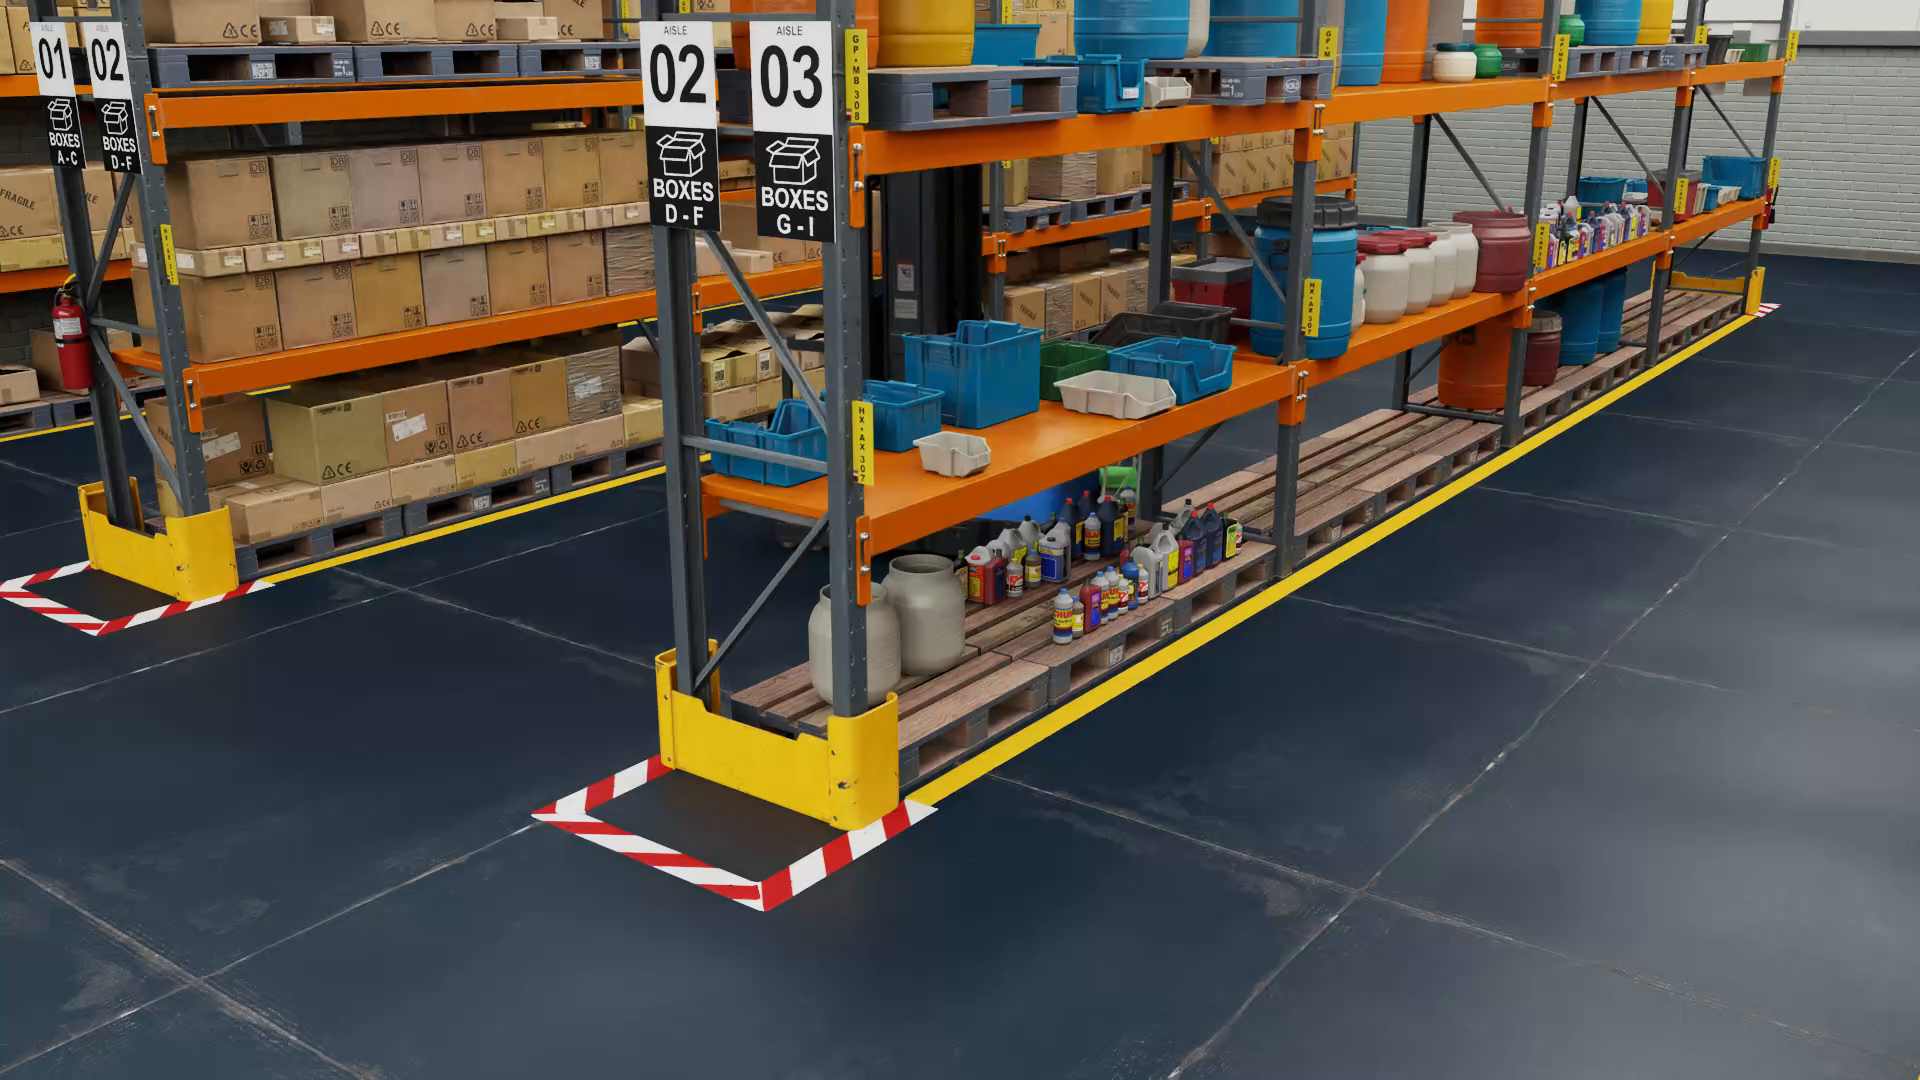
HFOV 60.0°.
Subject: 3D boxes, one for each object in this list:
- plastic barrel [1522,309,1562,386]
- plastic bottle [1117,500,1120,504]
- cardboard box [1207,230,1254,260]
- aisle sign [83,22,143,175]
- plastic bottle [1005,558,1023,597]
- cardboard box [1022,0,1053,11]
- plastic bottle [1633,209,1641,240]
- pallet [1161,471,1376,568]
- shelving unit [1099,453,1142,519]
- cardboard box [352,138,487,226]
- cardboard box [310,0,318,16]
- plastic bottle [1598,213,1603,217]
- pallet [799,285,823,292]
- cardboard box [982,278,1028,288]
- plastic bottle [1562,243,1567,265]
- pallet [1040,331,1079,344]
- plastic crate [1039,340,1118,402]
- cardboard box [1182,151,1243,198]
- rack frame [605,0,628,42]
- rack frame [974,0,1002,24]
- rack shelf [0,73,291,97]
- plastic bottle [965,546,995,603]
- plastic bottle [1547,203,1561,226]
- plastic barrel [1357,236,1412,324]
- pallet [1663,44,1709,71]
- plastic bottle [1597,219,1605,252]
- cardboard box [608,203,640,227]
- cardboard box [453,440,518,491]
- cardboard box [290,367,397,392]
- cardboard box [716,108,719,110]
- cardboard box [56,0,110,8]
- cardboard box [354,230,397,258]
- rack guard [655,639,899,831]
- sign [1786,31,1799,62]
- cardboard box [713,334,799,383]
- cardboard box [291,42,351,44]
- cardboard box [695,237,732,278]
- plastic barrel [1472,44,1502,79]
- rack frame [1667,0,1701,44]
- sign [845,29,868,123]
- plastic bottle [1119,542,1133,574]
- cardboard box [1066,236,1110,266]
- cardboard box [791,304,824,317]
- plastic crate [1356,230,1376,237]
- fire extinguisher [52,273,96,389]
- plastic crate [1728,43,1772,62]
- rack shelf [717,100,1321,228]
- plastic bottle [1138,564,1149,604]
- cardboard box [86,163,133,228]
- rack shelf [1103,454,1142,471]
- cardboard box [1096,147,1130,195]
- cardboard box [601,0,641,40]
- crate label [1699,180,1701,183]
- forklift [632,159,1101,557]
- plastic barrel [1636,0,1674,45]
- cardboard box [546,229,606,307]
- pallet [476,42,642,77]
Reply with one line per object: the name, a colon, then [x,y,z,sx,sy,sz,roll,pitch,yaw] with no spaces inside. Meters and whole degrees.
plastic barrel: [4.904,-1.683,14.465,0.600,0.588,0.708,12,21,35]
plastic bottle: [0.967,-0.144,10.128,0.097,0.201,0.097,0,17,0]
cardboard box: [3.476,-3.541,20.557,0.797,0.503,0.637,12,21,35]
aisle sign: [-4.583,-2.389,8.994,0.394,0.787,0.004,12,21,35]
plastic bottle: [0.295,0.200,9.018,0.097,0.201,0.097,0,17,0]
cardboard box: [0.546,-5.304,15.854,0.500,0.500,0.500,12,21,35]
plastic bottle: [6.143,-2.901,15.238,0.152,0.276,0.135,12,21,35]
pallet: [2.006,-0.156,10.889,1.003,0.211,1.213,12,21,35]
shelving unit: [1.052,-0.650,10.796,0.258,1.200,0.503,3,17,2]
cardboard box: [-3.563,-2.371,10.966,0.700,0.500,0.500,12,21,35]
cardboard box: [-3.984,-3.327,10.549,0.500,0.311,0.500,16,23,41]
plastic bottle: [5.732,-2.797,14.909,0.097,0.271,0.097,0,17,0]
pallet: [-2.019,-3.421,21.403,1.003,0.211,1.213,12,21,35]
cardboard box: [0.346,-2.403,16.896,0.500,0.500,0.500,13,22,37]
plastic bottle: [4.917,-2.362,13.627,0.097,0.201,0.097,0,17,0]
pallet: [0.452,-1.962,16.705,1.003,0.211,1.213,12,21,35]
plastic crate: [0.534,-0.919,9.002,0.450,0.188,0.662,12,21,35]
cardboard box: [2.883,-4.196,19.029,0.500,0.500,0.500,13,22,36]
rack frame: [-4.003,-6.862,17.666,1.000,3.000,0.127,12,21,35]
rack frame: [-0.023,-5.987,14.850,1.000,3.000,0.127,12,21,35]
rack shelf: [-7.578,-3.657,13.616,1.077,0.370,4.000,12,21,35]
plastic bottle: [0.101,0.180,8.957,0.152,0.276,0.135,13,21,35]
plastic bottle: [5.537,-3.009,15.586,0.152,0.276,0.135,12,21,35]
plastic barrel: [2.753,-1.722,11.002,0.433,0.535,0.433,0,17,0]
pallet: [5.948,-4.337,14.913,1.213,0.211,1.003,12,21,35]
plastic bottle: [5.523,-2.634,14.366,0.061,0.283,0.133,12,21,35]
cardboard box: [-2.545,-2.366,12.042,0.380,0.149,0.250,12,21,34]
cardboard box: [-3.396,-0.550,11.384,0.500,0.250,0.500,12,21,35]
cardboard box: [-4.125,-0.883,11.194,0.500,0.500,0.500,12,21,35]
cardboard box: [-3.019,-5.074,20.056,0.500,0.250,0.500,12,21,33]
cardboard box: [-7.088,-4.585,13.506,0.500,0.500,0.500,12,21,33]
cardboard box: [-3.769,-1.876,10.464,0.380,0.149,0.250,12,21,33]
rack guard: [-0.806,0.827,7.239,1.175,0.500,0.348,12,21,35]
sign: [9.171,-5.441,18.324,0.100,0.325,0.005,12,21,35]
cardboard box: [-1.657,-1.497,13.491,0.500,0.311,0.500,12,21,34]
cardboard box: [-5.997,-4.841,15.340,0.500,0.500,0.500,16,24,42]
cardboard box: [-2.148,-2.223,13.097,0.500,0.250,0.500,14,22,38]
plastic barrel: [3.847,-3.537,12.278,0.294,0.245,0.294,0,17,0]
rack frame: [6.336,-6.064,15.097,1.000,3.000,0.127,12,21,35]
sign: [-0.374,-1.679,6.020,0.100,0.325,0.005,12,21,35]
plastic bottle: [0.925,0.140,9.073,0.061,0.283,0.133,12,21,35]
cardboard box: [1.281,-3.139,18.003,0.500,0.250,0.500,12,21,35]
cardboard box: [-1.183,-1.957,14.970,0.500,0.311,0.500,12,21,33]
plastic crate: [2.744,-1.946,11.844,0.402,0.464,0.583,12,21,35]
fire extinguisher: [-5.233,-1.234,9.789,0.296,0.674,0.183,12,21,35]
plastic crate: [8.361,-5.197,17.722,0.450,0.188,0.336,12,21,35]
rack shelf: [0.378,-1.906,7.979,1.077,0.370,4.000,12,21,35]
plastic bottle: [0.962,0.231,8.919,0.097,0.201,0.097,0,17,0]
cardboard box: [-7.022,-2.935,14.091,0.500,0.500,0.500,12,21,33]
rack shelf: [1.049,-0.589,10.815,0.258,0.148,0.480,3,17,2]
cardboard box: [1.357,-3.892,17.341,0.700,0.500,0.500,7,19,21]
cardboard box: [-3.766,-5.811,18.429,0.700,0.500,0.500,11,20,30]
crate label: [8.308,-4.100,19.068,0.416,0.233,0.303,12,21,35]
forklift: [-0.656,-1.477,10.558,3.031,2.935,1.130,6,18,19]
plastic barrel: [5.956,-4.668,14.636,0.600,0.588,0.600,0,17,0]
cardboard box: [-2.975,-1.984,11.905,0.700,0.500,0.500,12,21,34]
pallet: [-2.894,-3.352,11.572,1.003,0.211,1.213,12,21,35]
